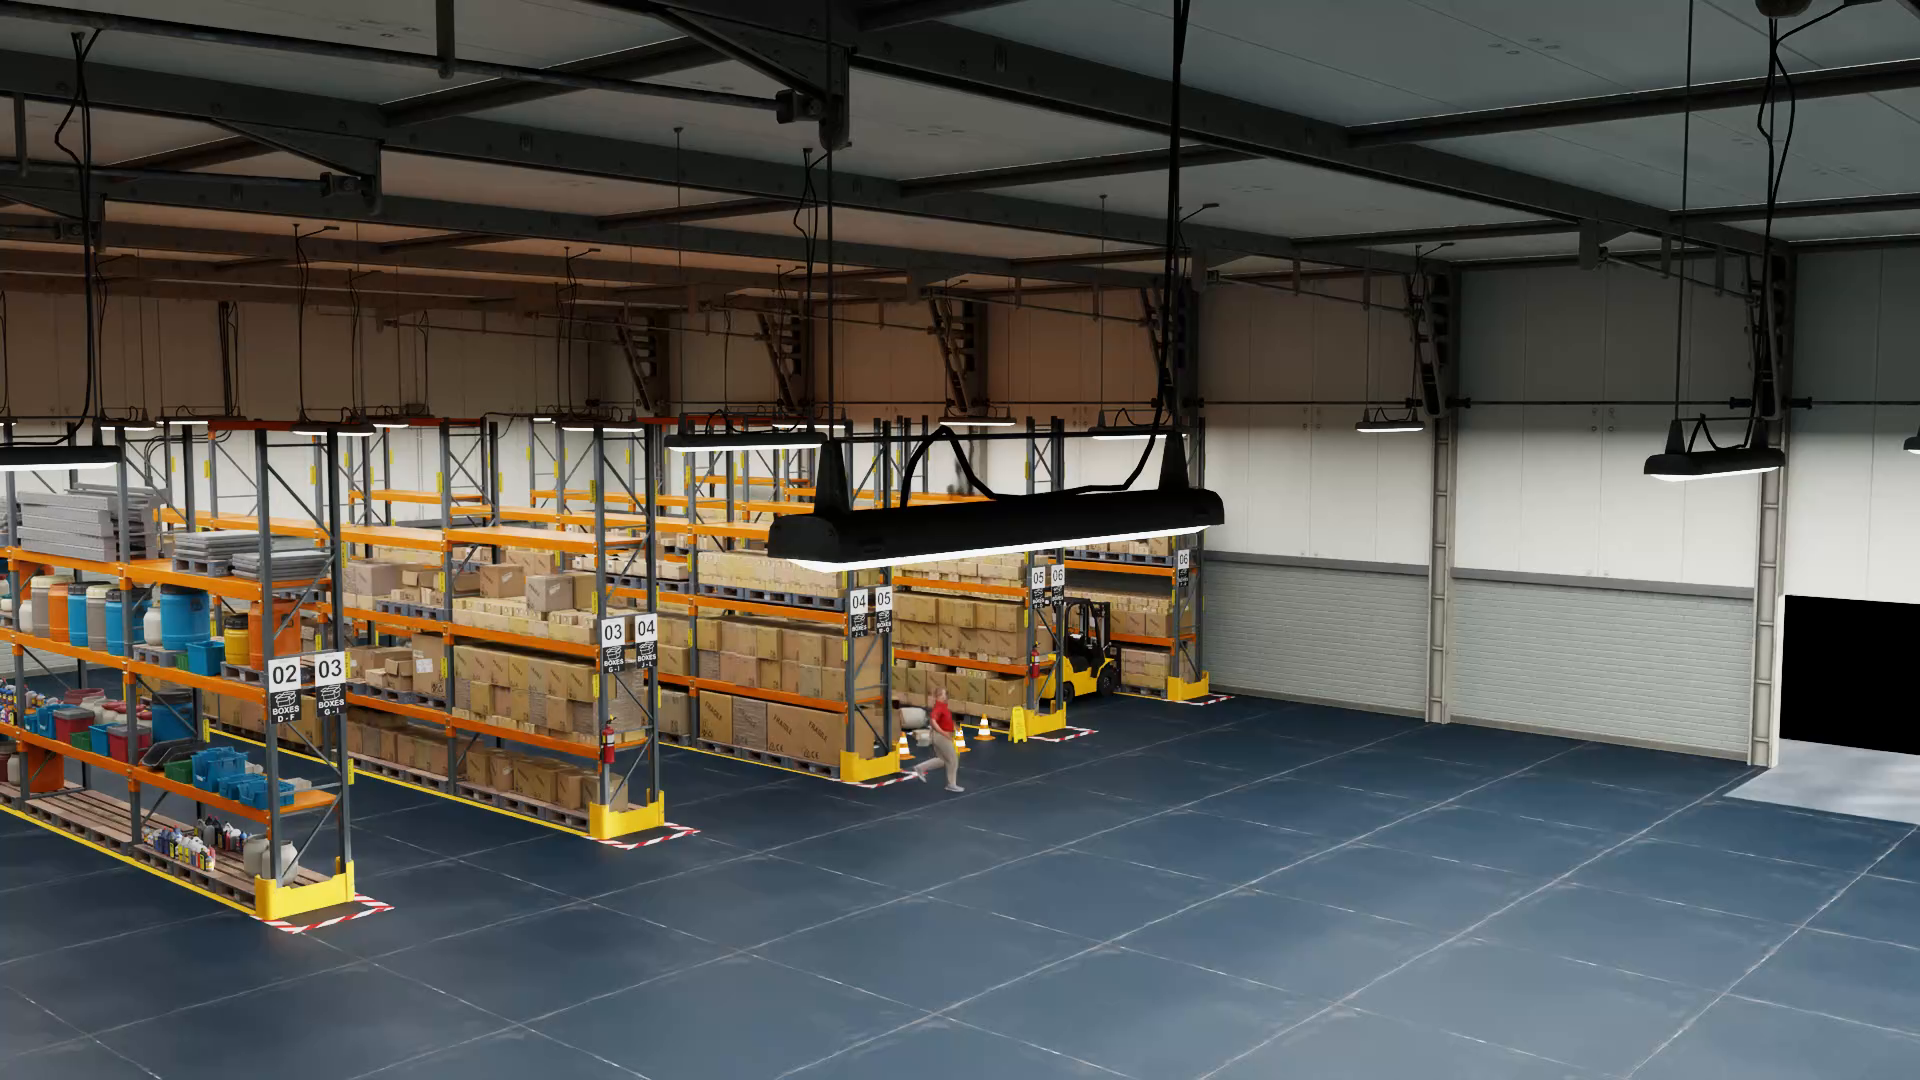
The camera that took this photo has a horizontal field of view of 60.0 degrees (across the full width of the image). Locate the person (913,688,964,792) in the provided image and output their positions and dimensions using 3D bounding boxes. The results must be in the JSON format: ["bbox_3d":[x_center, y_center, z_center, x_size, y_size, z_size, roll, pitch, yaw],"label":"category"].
[{"bbox_3d":[-0.341,3.251,27.035,0.834,1.720,0.663,-1,5,-7],"label":"person"}]

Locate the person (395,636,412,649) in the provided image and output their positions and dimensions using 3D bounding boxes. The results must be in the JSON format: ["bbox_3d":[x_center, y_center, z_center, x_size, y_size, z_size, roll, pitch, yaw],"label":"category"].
[{"bbox_3d":[-13.400,2.152,40.085,0.550,1.707,0.699,0,5,-4],"label":"person"}]

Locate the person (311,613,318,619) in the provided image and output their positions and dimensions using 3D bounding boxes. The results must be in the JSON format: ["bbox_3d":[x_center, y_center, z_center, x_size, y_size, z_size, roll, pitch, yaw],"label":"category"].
[{"bbox_3d":[-14.340,2.446,37.046,0.638,1.655,0.570,-3,6,-31],"label":"person"}]
